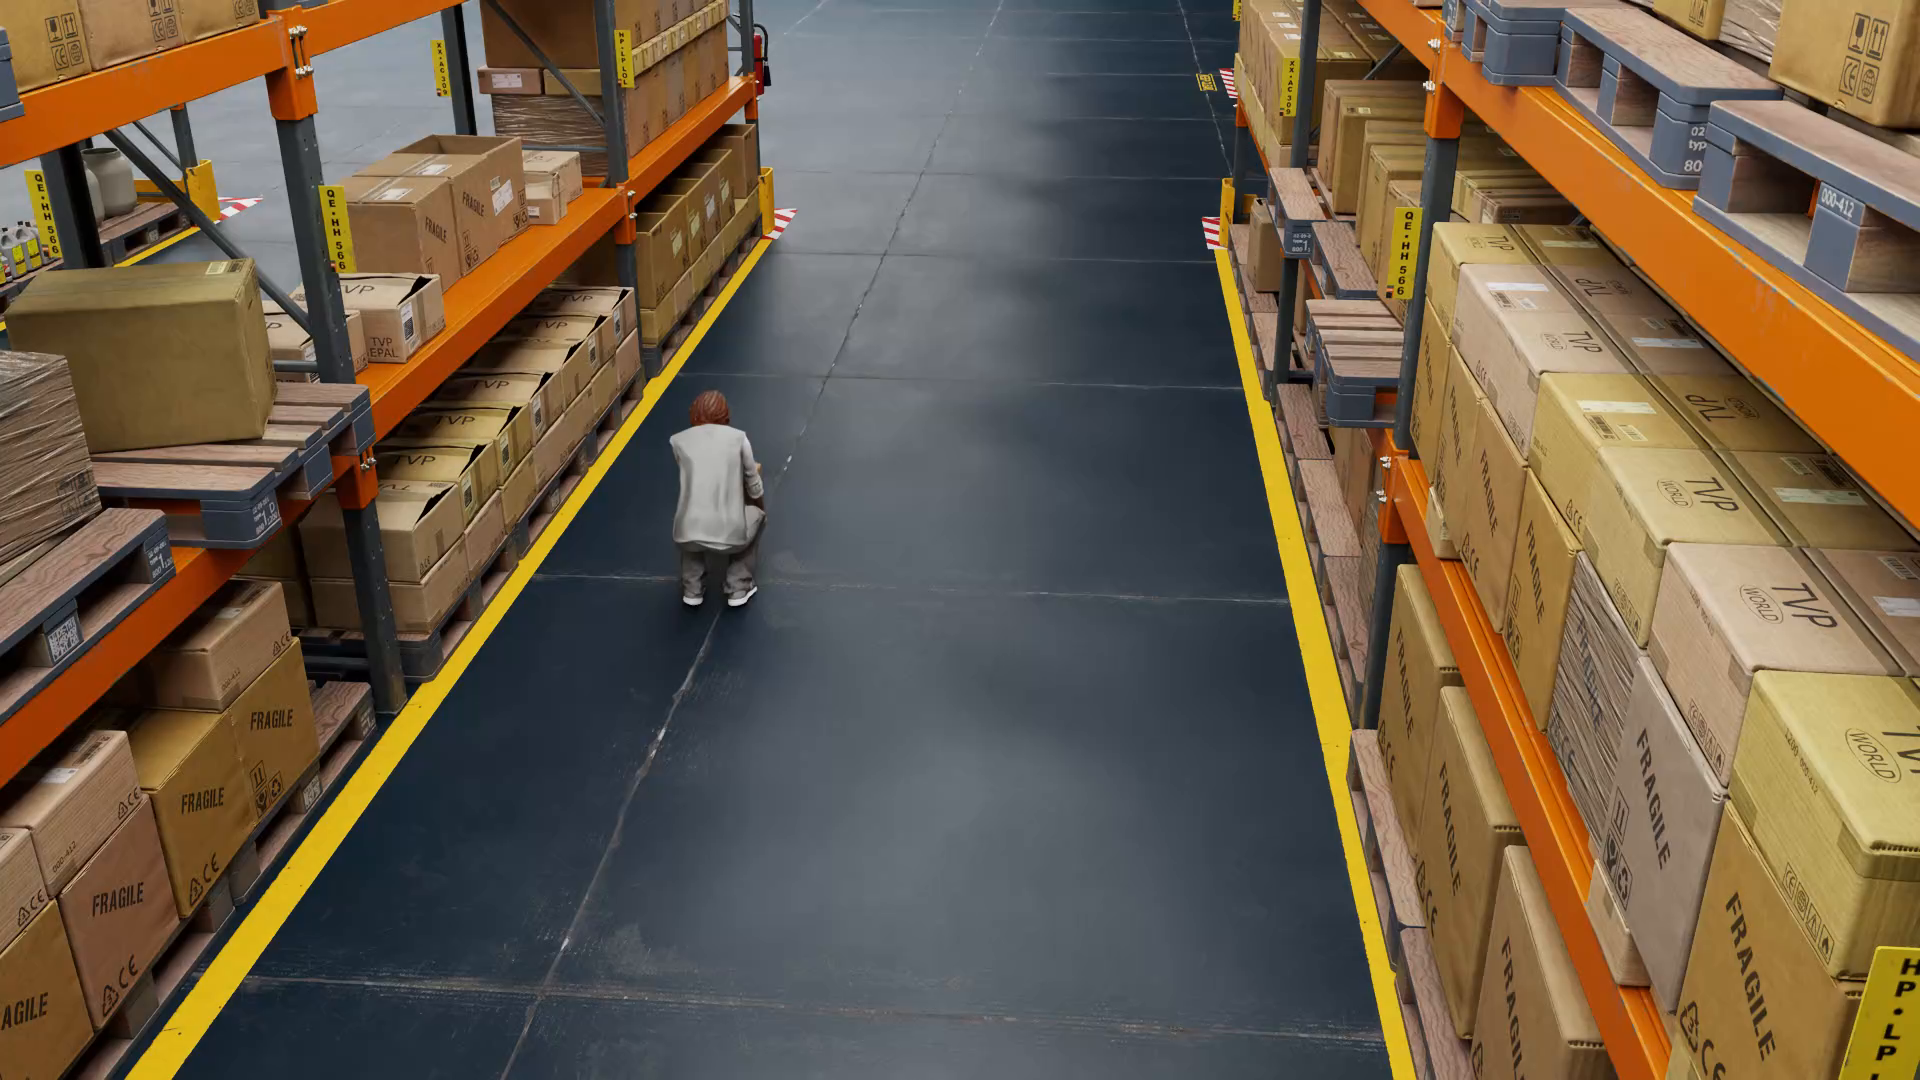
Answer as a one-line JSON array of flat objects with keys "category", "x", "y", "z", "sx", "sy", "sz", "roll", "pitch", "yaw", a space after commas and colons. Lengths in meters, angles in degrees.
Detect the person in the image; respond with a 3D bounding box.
[{"category": "person", "x": -1.147, "y": -0.188, "z": 7.868, "sx": 0.426, "sy": 0.897, "sz": 0.818, "roll": 1, "pitch": 25, "yaw": 3}]
